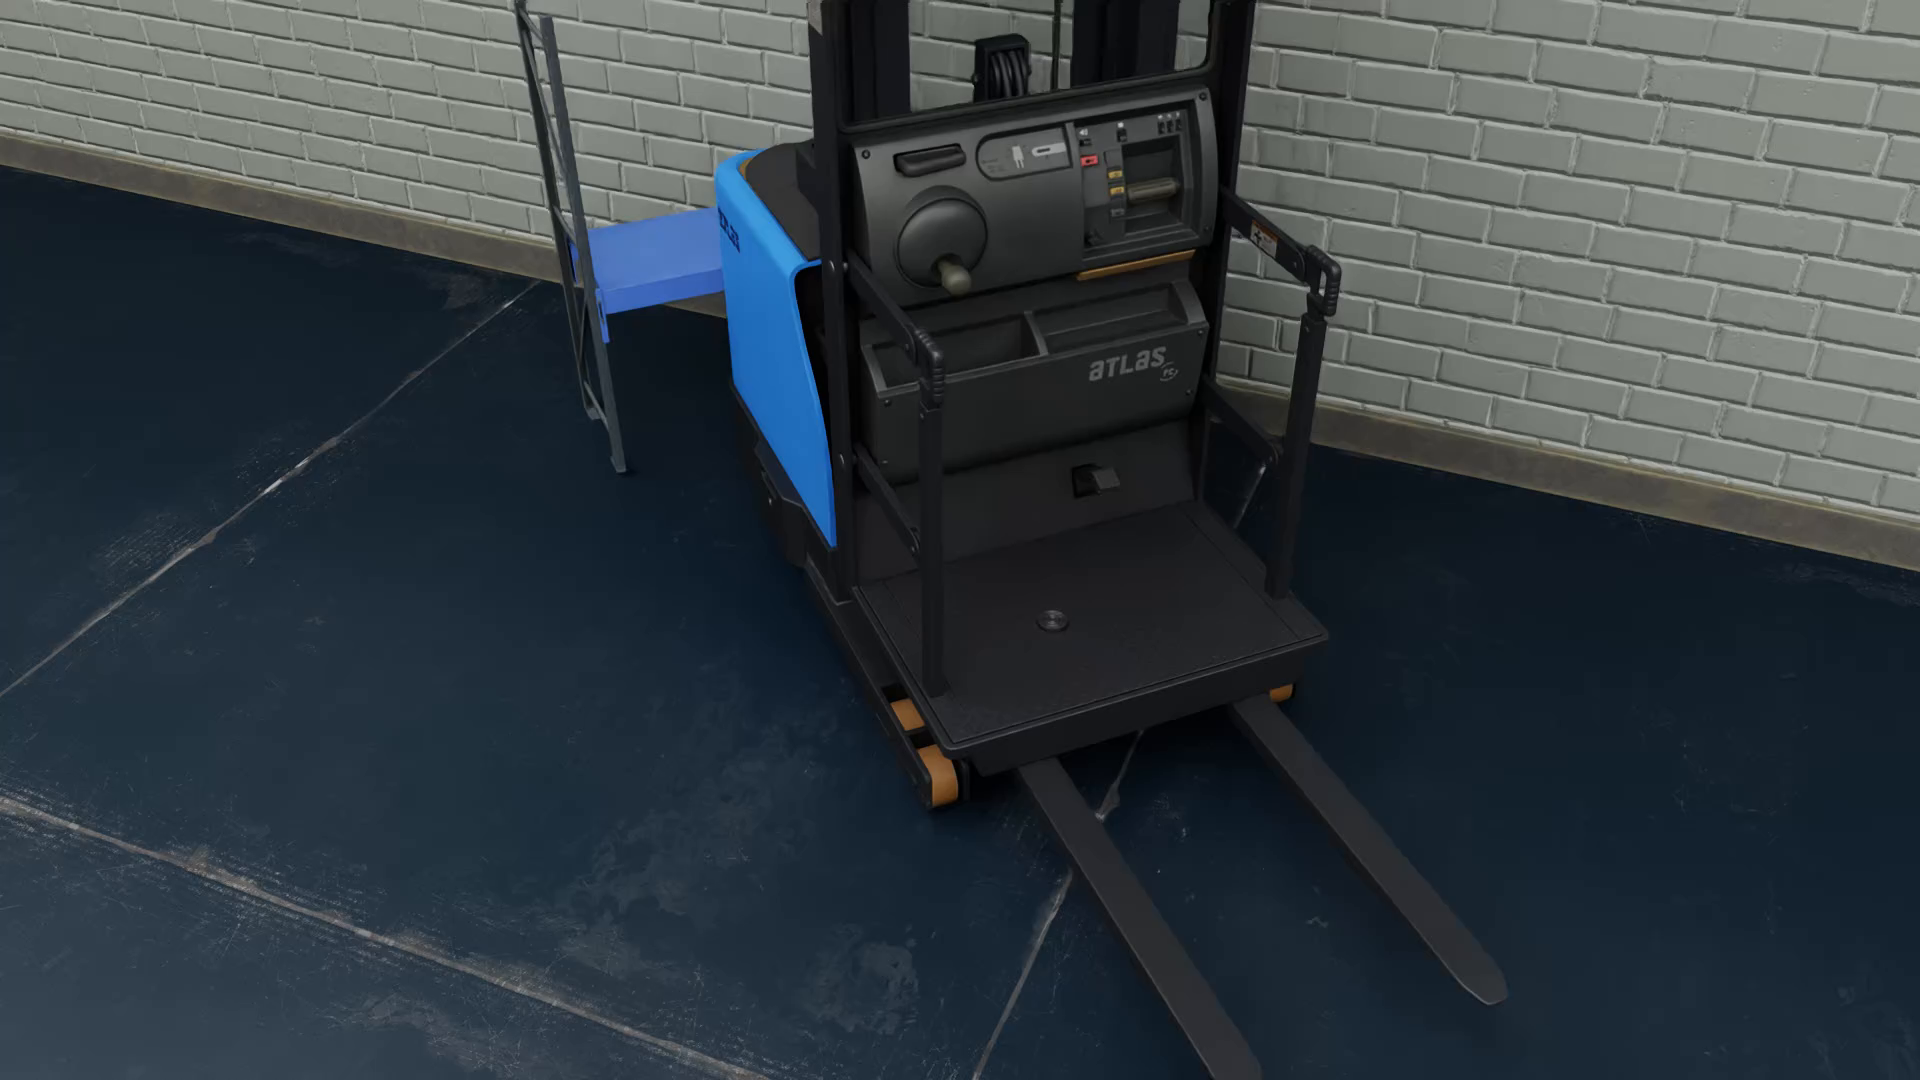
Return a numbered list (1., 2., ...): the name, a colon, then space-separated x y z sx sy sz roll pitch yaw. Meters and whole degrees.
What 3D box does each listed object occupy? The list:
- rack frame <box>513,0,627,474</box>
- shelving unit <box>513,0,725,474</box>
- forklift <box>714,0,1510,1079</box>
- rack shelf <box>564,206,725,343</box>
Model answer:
1. rack frame: -1.239 -0.971 5.281 0.032 1.500 0.500 -15 36 -18
2. shelving unit: -0.772 -1.094 5.441 1.048 1.500 0.538 -15 36 -18
3. forklift: 0.284 -0.771 3.834 1.130 2.935 3.031 -14 39 -18
4. rack shelf: -0.767 -0.944 5.541 1.000 0.185 0.538 -15 36 -18
